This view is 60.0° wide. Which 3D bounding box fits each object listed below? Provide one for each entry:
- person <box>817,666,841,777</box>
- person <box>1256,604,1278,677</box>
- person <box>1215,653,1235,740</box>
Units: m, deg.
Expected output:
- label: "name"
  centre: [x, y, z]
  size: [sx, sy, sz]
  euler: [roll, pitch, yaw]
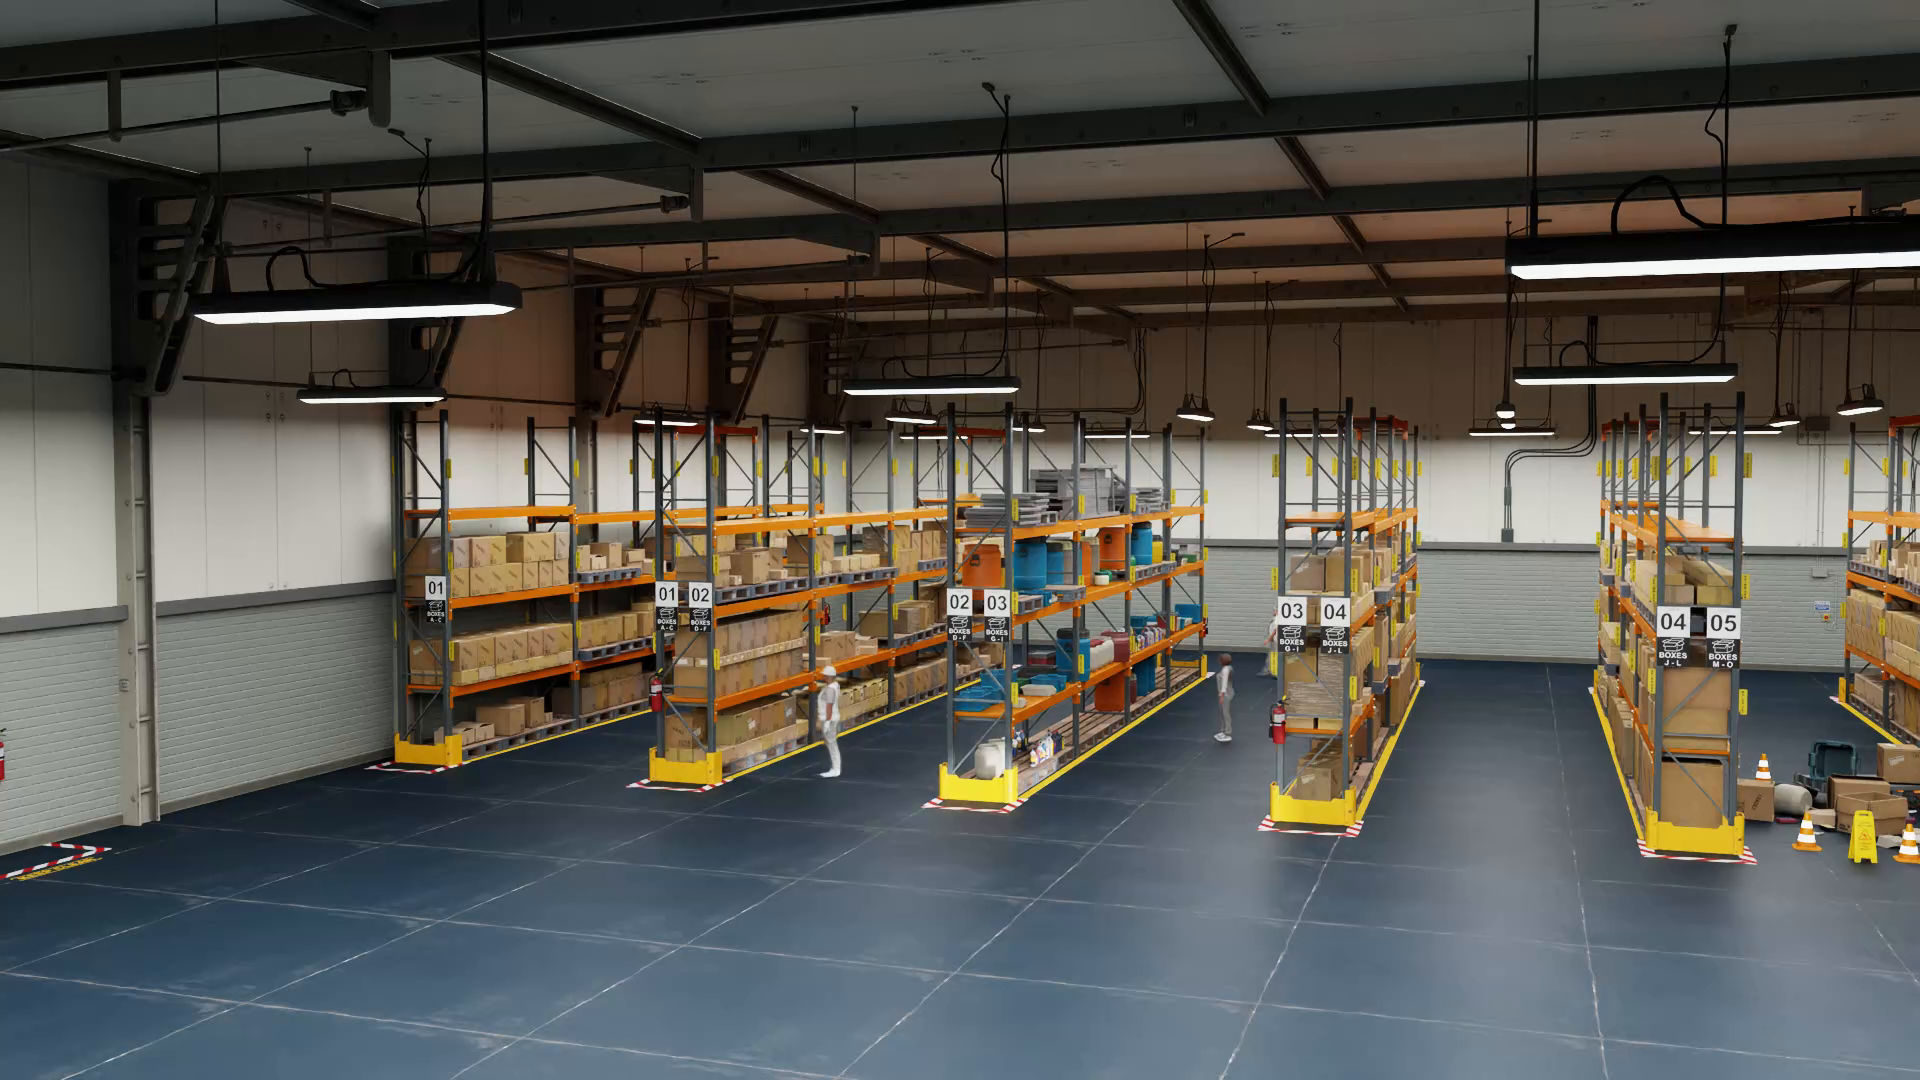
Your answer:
- label: "person"
  centre: [-2.127, 2.953, 27.015]
  size: [0.373, 1.819, 0.671]
  euler: [0, 2, -3]
- label: "person"
  centre: [7.448, 2.407, 39.754]
  size: [0.878, 1.752, 0.602]
  euler: [1, 3, 28]
- label: "person"
  centre: [4.878, 2.878, 30.612]
  size: [0.361, 1.600, 0.478]
  euler: [1, 3, 12]
